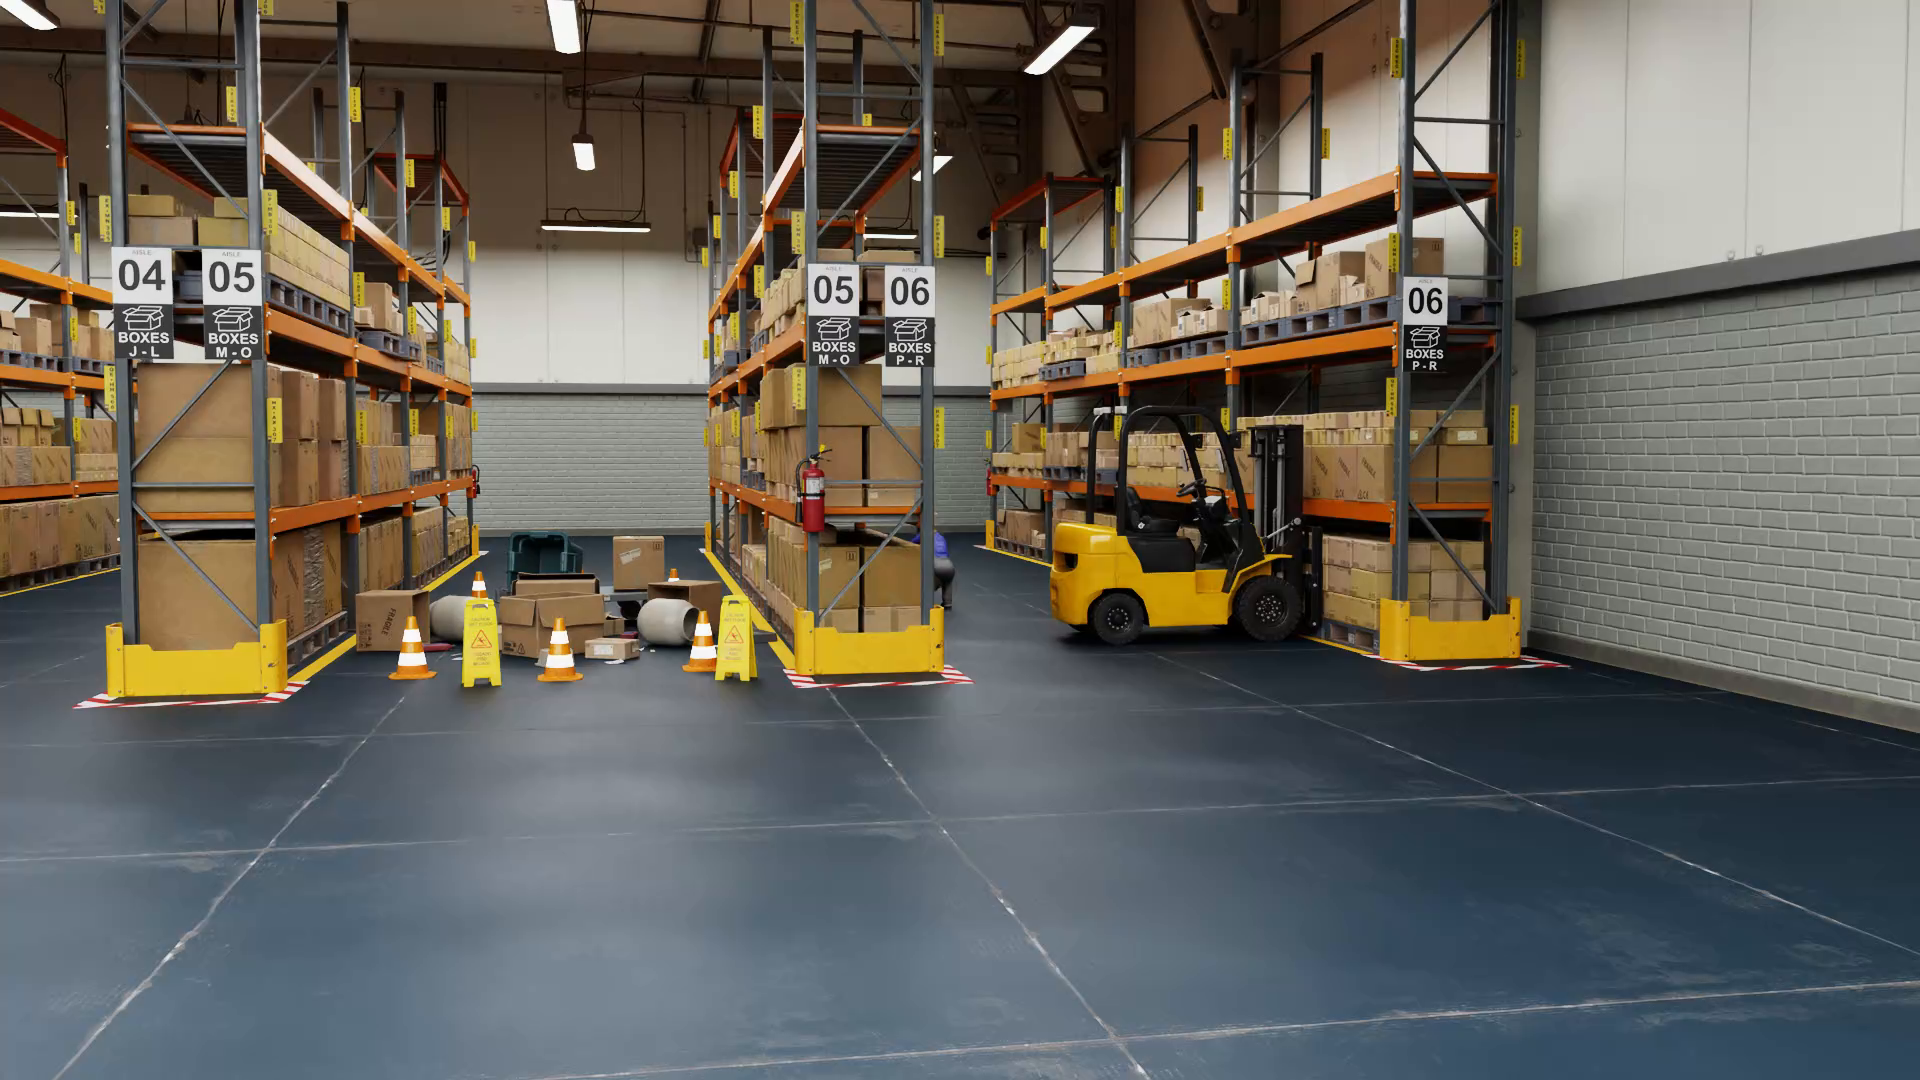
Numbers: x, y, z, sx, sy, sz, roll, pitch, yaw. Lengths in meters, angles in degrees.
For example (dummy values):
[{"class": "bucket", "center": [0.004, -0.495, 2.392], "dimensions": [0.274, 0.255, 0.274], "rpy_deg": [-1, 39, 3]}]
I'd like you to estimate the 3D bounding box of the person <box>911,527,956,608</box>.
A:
[{"class": "person", "center": [-0.318, 0.289, 18.672], "dimensions": [0.482, 0.928, 0.827], "rpy_deg": [-1, 3, -12]}]
